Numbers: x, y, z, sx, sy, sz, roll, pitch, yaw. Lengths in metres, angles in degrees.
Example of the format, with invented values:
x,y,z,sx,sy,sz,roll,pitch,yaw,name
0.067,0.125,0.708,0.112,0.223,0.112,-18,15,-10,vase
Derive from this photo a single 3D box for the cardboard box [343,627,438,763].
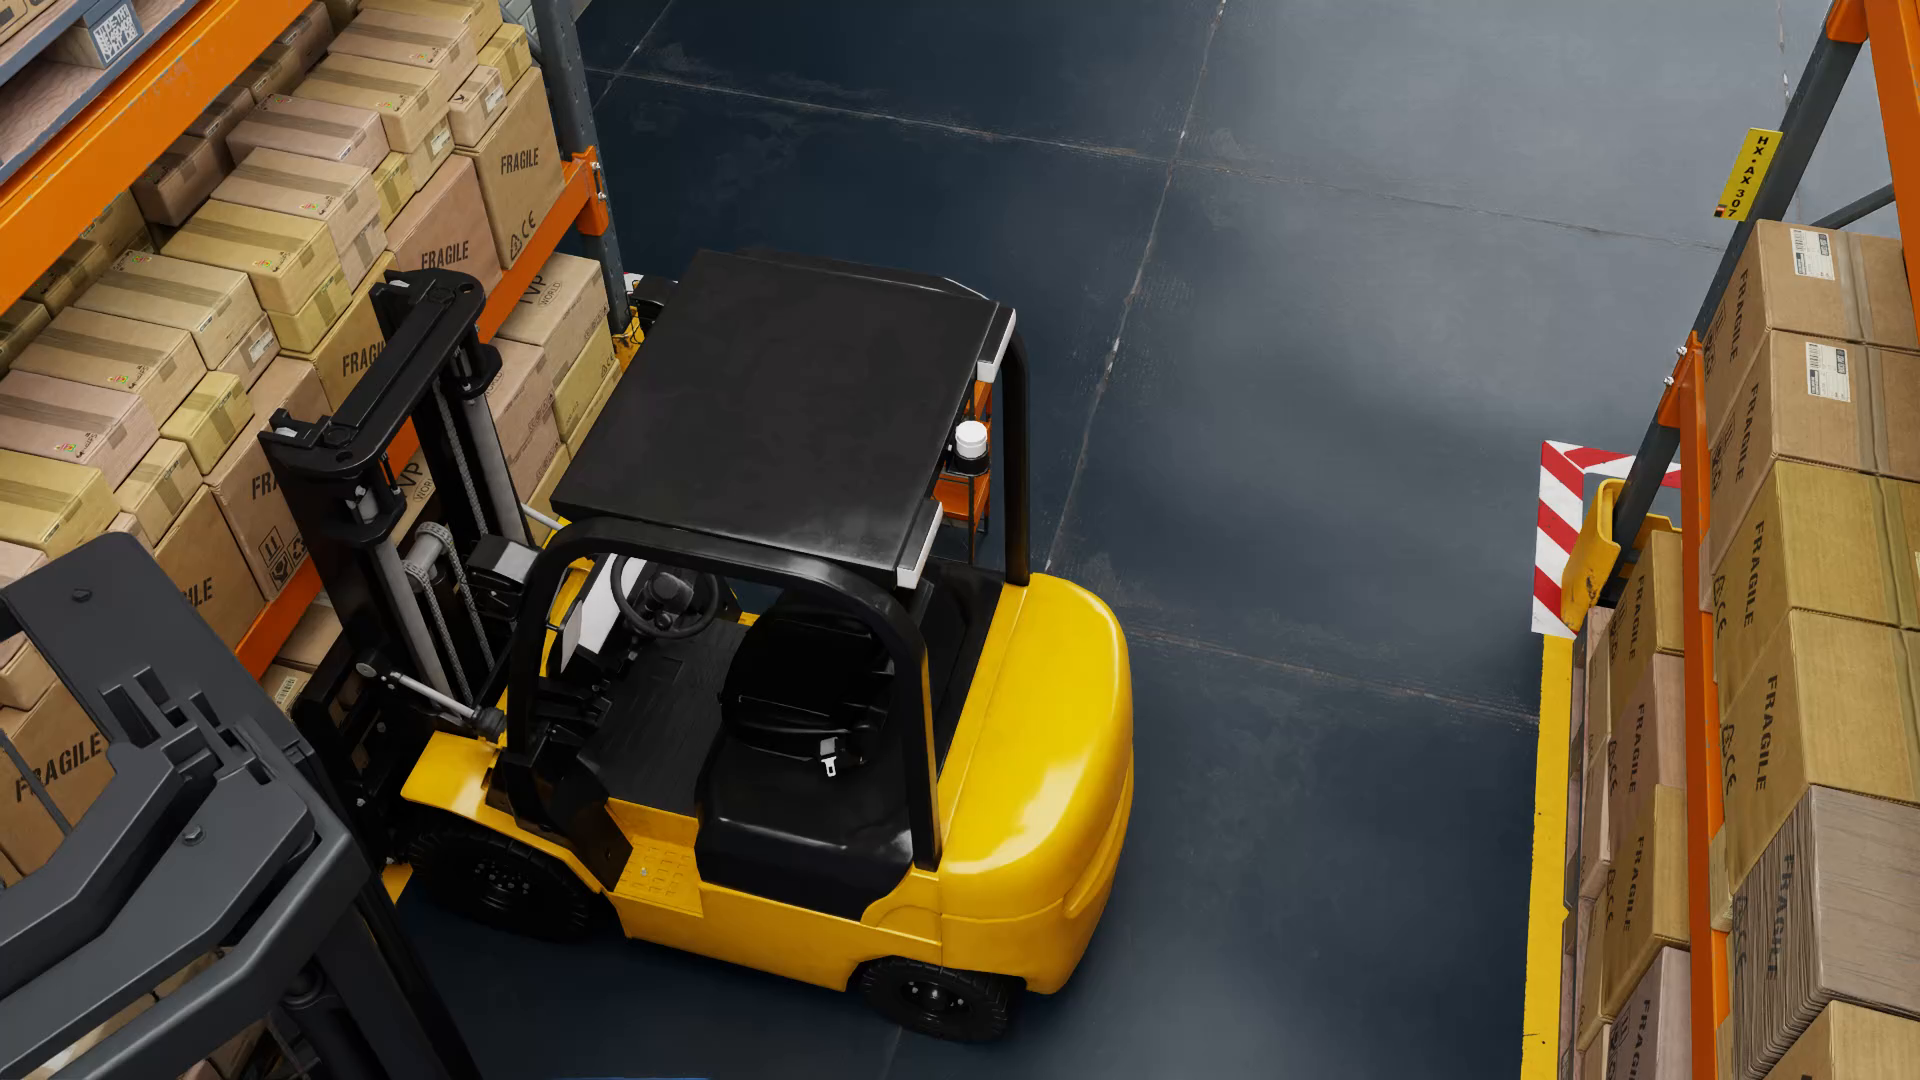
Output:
x,y,z,sx,sy,sz,roll,pitch,yaw,name
-2.081,0.424,5.514,0.500,0.250,0.500,11,50,10,cardboard box

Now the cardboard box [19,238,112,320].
x,y,z,sx,sy,sz,roll,pitch,yaw,name
-2.591,-0.727,4.612,0.380,0.149,0.250,12,50,10,cardboard box

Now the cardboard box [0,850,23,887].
x,y,z,sx,sy,sz,roll,pitch,yaw,name
-2.546,0.897,3.810,0.500,0.500,0.500,10,49,9,cardboard box

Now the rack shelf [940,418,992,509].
x,y,z,sx,sy,sz,roll,pitch,yaw,name
-0.014,-0.302,6.249,0.215,0.259,0.240,12,50,10,rack shelf

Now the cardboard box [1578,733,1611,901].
x,y,z,sx,sy,sz,roll,pitch,yaw,name
2.308,0.950,5.384,0.500,0.250,0.500,13,50,11,cardboard box

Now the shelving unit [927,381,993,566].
x,y,z,sx,sy,sz,roll,pitch,yaw,name
-0.014,-0.309,6.241,0.215,1.050,0.252,12,50,10,shelving unit

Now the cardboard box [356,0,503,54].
x,y,z,sx,sy,sz,roll,pitch,yaw,name
-1.752,-1.740,5.506,0.380,0.149,0.250,12,50,10,cardboard box

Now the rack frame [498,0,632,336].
x,y,z,sx,sy,sz,roll,pitch,yaw,name
-1.861,-1.694,6.164,1.000,3.000,0.127,12,50,10,rack frame

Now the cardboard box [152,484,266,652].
x,y,z,sx,sy,sz,roll,pitch,yaw,name
-2.292,0.150,4.469,0.500,0.500,0.500,11,50,10,cardboard box

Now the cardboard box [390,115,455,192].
x,y,z,sx,sy,sz,roll,pitch,yaw,name
-1.848,-1.270,5.289,0.380,0.149,0.250,12,50,11,cardboard box

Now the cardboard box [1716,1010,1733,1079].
x,y,z,sx,sy,sz,roll,pitch,yaw,name
1.930,1.231,3.750,0.380,0.149,0.250,11,49,9,cardboard box

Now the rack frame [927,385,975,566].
x,y,z,sx,sy,sz,roll,pitch,yaw,name
-0.046,-0.220,6.163,0.200,1.050,0.008,12,50,10,rack frame

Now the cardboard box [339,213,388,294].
x,y,z,sx,sy,sz,roll,pitch,yaw,name
-1.949,-0.890,4.954,0.380,0.149,0.250,10,49,9,cardboard box

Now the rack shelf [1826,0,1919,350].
x,y,z,sx,sy,sz,roll,pitch,yaw,name
2.402,-0.025,3.170,1.077,0.370,4.000,12,50,10,rack shelf

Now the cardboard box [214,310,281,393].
x,y,z,sx,sy,sz,roll,pitch,yaw,name
-2.149,-0.540,4.646,0.380,0.149,0.250,11,50,10,cardboard box

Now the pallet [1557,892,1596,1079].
x,y,z,sx,sy,sz,roll,pitch,yaw,name
2.337,1.721,5.010,1.003,0.211,1.213,12,50,10,pallet

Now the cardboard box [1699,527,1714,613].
x,y,z,sx,sy,sz,roll,pitch,yaw,name
2.327,0.106,4.742,0.380,0.149,0.250,12,50,11,cardboard box

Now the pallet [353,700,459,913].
x,y,z,sx,sy,sz,roll,pitch,yaw,name
-2.345,0.670,5.937,1.003,0.211,1.213,12,50,10,pallet

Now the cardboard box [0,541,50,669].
x,y,z,sx,sy,sz,roll,pitch,yaw,name
-2.337,0.122,3.863,0.380,0.149,0.250,13,50,11,cardboard box

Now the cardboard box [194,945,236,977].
x,y,z,sx,sy,sz,roll,pitch,yaw,name
-2.358,1.151,4.873,0.500,0.250,0.500,11,50,10,cardboard box

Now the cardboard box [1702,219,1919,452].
x,y,z,sx,sy,sz,roll,pitch,yaw,name
2.536,-0.561,4.898,0.500,0.500,0.500,11,49,9,cardboard box

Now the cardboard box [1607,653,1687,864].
x,y,z,sx,sy,sz,roll,pitch,yaw,name
2.310,0.731,5.077,0.500,0.500,0.500,10,49,9,cardboard box

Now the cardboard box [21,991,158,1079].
x,y,z,sx,sy,sz,roll,pitch,yaw,name
-2.484,1.351,4.363,0.500,0.250,0.500,11,49,9,cardboard box

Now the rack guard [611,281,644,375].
x,y,z,sx,sy,sz,roll,pitch,yaw,name
-1.855,-0.884,7.116,1.175,0.500,0.348,12,50,10,rack guard

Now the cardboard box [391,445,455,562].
x,y,z,sx,sy,sz,roll,pitch,yaw,name
-1.934,-0.122,5.663,0.500,0.250,0.500,12,50,11,cardboard box

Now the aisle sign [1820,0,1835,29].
x,y,z,sx,sy,sz,roll,pitch,yaw,name
2.646,-1.684,4.420,0.394,0.787,0.004,12,50,10,aisle sign

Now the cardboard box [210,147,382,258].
x,y,z,sx,sy,sz,roll,pitch,yaw,name
-1.929,-0.985,4.840,0.380,0.149,0.250,13,50,11,cardboard box

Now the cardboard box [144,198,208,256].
x,y,z,sx,sy,sz,roll,pitch,yaw,name
-2.540,-1.027,5.075,0.380,0.149,0.250,12,50,10,cardboard box

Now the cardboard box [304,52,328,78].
x,y,z,sx,sy,sz,roll,pitch,yaw,name
-2.205,-1.557,5.543,0.380,0.149,0.250,12,50,10,cardboard box

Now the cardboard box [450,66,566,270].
x,y,z,sx,sy,sz,roll,pitch,yaw,name
-1.738,-1.320,5.766,0.500,0.500,0.500,11,49,9,cardboard box

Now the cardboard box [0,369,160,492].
x,y,z,sx,sy,sz,roll,pitch,yaw,name
-2.281,-0.267,4.206,0.380,0.149,0.250,11,50,10,cardboard box

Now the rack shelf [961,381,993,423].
x,y,z,sx,sy,sz,roll,pitch,yaw,name
-0.014,-0.489,6.036,0.215,0.259,0.240,12,50,10,rack shelf

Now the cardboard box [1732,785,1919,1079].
x,y,z,sx,sy,sz,roll,pitch,yaw,name
2.014,0.924,3.588,0.500,0.500,0.500,13,50,11,cardboard box

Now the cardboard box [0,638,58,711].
x,y,z,sx,sy,sz,roll,pitch,yaw,name
-2.332,0.227,3.968,0.380,0.149,0.250,13,50,11,cardboard box

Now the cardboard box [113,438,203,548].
x,y,z,sx,sy,sz,roll,pitch,yaw,name
-2.212,-0.148,4.299,0.380,0.149,0.250,10,49,9,cardboard box

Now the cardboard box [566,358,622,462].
x,y,z,sx,sy,sz,roll,pitch,yaw,name
-1.680,-0.521,6.682,0.500,0.250,0.500,12,50,10,cardboard box

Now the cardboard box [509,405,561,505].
x,y,z,sx,sy,sz,roll,pitch,yaw,name
-1.830,-0.314,6.166,0.500,0.250,0.500,11,50,10,cardboard box

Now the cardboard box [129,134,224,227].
x,y,z,sx,sy,sz,roll,pitch,yaw,name
-2.438,-1.092,4.934,0.380,0.149,0.250,13,50,11,cardboard box

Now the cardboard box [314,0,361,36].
x,y,z,sx,sy,sz,roll,pitch,yaw,name
-2.156,-1.840,5.594,0.380,0.149,0.250,11,49,9,cardboard box

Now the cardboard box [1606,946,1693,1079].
x,y,z,sx,sy,sz,roll,pitch,yaw,name
2.038,1.480,4.416,0.500,0.500,0.500,14,50,12,cardboard box

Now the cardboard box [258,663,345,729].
x,y,z,sx,sy,sz,roll,pitch,yaw,name
-2.220,0.621,5.007,0.500,0.250,0.500,13,50,11,cardboard box

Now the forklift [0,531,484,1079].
x,y,z,sx,sy,sz,roll,pitch,yaw,name
-1.772,1.174,3.678,1.130,2.935,3.031,-36,58,-27,forklift

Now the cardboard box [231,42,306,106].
x,y,z,sx,sy,sz,roll,pitch,yaw,name
-2.313,-1.463,5.262,0.380,0.149,0.250,12,50,11,cardboard box

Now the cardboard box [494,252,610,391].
x,y,z,sx,sy,sz,roll,pitch,yaw,name
-1.682,-0.860,6.314,0.500,0.250,0.500,13,50,11,cardboard box

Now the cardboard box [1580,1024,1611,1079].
x,y,z,sx,sy,sz,roll,pitch,yaw,name
2.041,1.712,4.711,0.500,0.250,0.500,12,50,11,cardboard box

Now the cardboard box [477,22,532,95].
x,y,z,sx,sy,sz,roll,pitch,yaw,name
-1.682,-1.636,5.613,0.380,0.149,0.250,12,50,11,cardboard box

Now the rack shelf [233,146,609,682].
x,y,z,sx,sy,sz,roll,pitch,yaw,name
-2.388,-0.010,5.156,1.077,0.370,4.000,12,50,10,rack shelf

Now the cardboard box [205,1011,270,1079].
x,y,z,sx,sy,sz,roll,pitch,yaw,name
-2.349,1.315,5.061,0.500,0.250,0.500,11,49,9,cardboard box

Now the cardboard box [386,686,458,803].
x,y,z,sx,sy,sz,roll,pitch,yaw,name
-2.076,0.577,5.713,0.500,0.250,0.500,13,50,11,cardboard box

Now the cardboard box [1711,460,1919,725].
x,y,z,sx,sy,sz,roll,pitch,yaw,name
2.270,0.183,4.242,0.500,0.500,0.500,11,49,9,cardboard box

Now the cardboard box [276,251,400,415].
x,y,z,sx,sy,sz,roll,pitch,yaw,name
-2.018,-0.575,5.109,0.500,0.500,0.500,11,49,9,cardboard box

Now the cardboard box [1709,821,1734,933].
x,y,z,sx,sy,sz,roll,pitch,yaw,name
2.059,0.858,4.078,0.380,0.149,0.250,12,50,10,cardboard box

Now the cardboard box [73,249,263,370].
x,y,z,sx,sy,sz,roll,pitch,yaw,name
-2.150,-0.629,4.526,0.380,0.149,0.250,12,50,11,cardboard box

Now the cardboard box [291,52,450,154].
x,y,z,sx,sy,sz,roll,pitch,yaw,name
-1.830,-1.361,5.171,0.380,0.149,0.250,13,50,11,cardboard box
